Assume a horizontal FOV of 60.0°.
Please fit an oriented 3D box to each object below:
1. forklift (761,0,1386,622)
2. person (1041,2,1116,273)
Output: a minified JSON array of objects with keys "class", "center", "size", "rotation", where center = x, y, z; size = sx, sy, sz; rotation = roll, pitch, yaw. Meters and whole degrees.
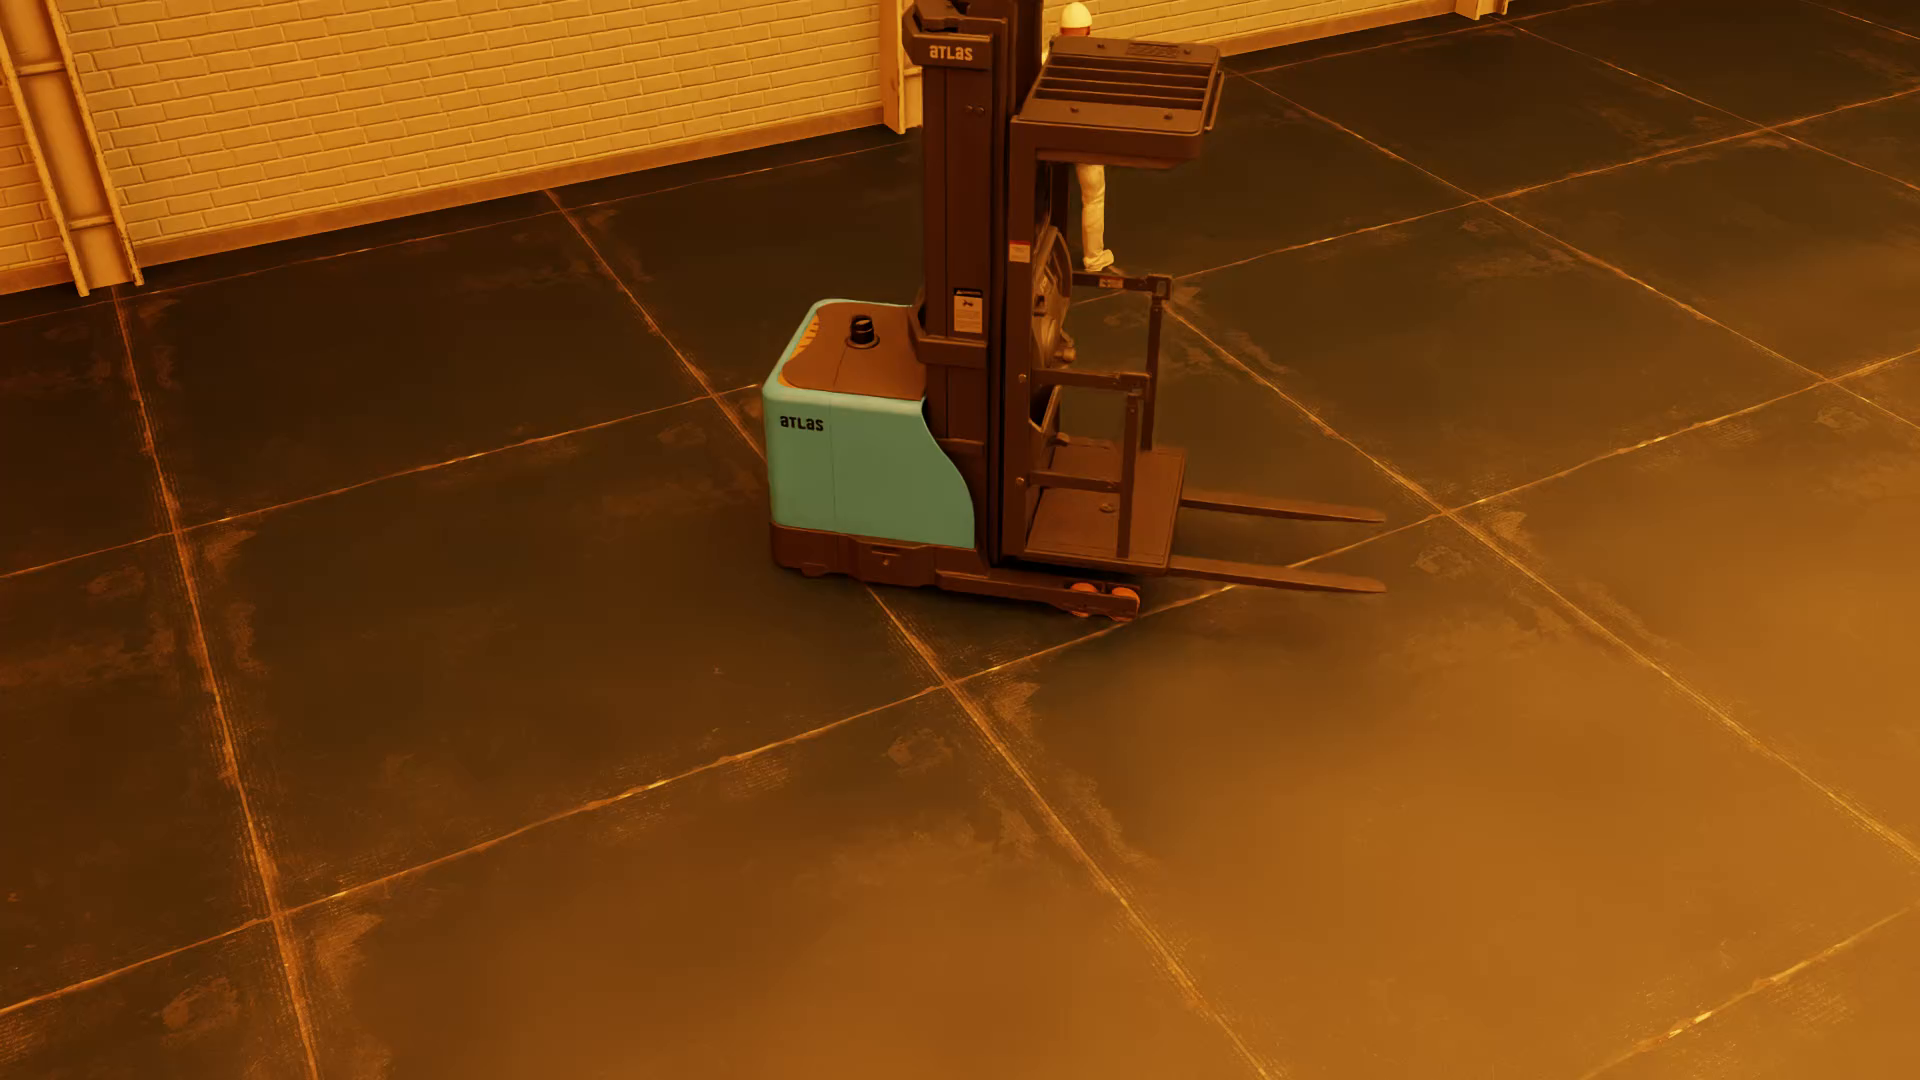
[{"class":"forklift","center":[0.615,-1.135,7.728],"size":[3.031,2.935,1.130],"rotation":[7,36,10]},{"class":"person","center":[0.740,-2.589,10.808],"size":[0.630,1.755,0.461],"rotation":[7,36,9]}]
